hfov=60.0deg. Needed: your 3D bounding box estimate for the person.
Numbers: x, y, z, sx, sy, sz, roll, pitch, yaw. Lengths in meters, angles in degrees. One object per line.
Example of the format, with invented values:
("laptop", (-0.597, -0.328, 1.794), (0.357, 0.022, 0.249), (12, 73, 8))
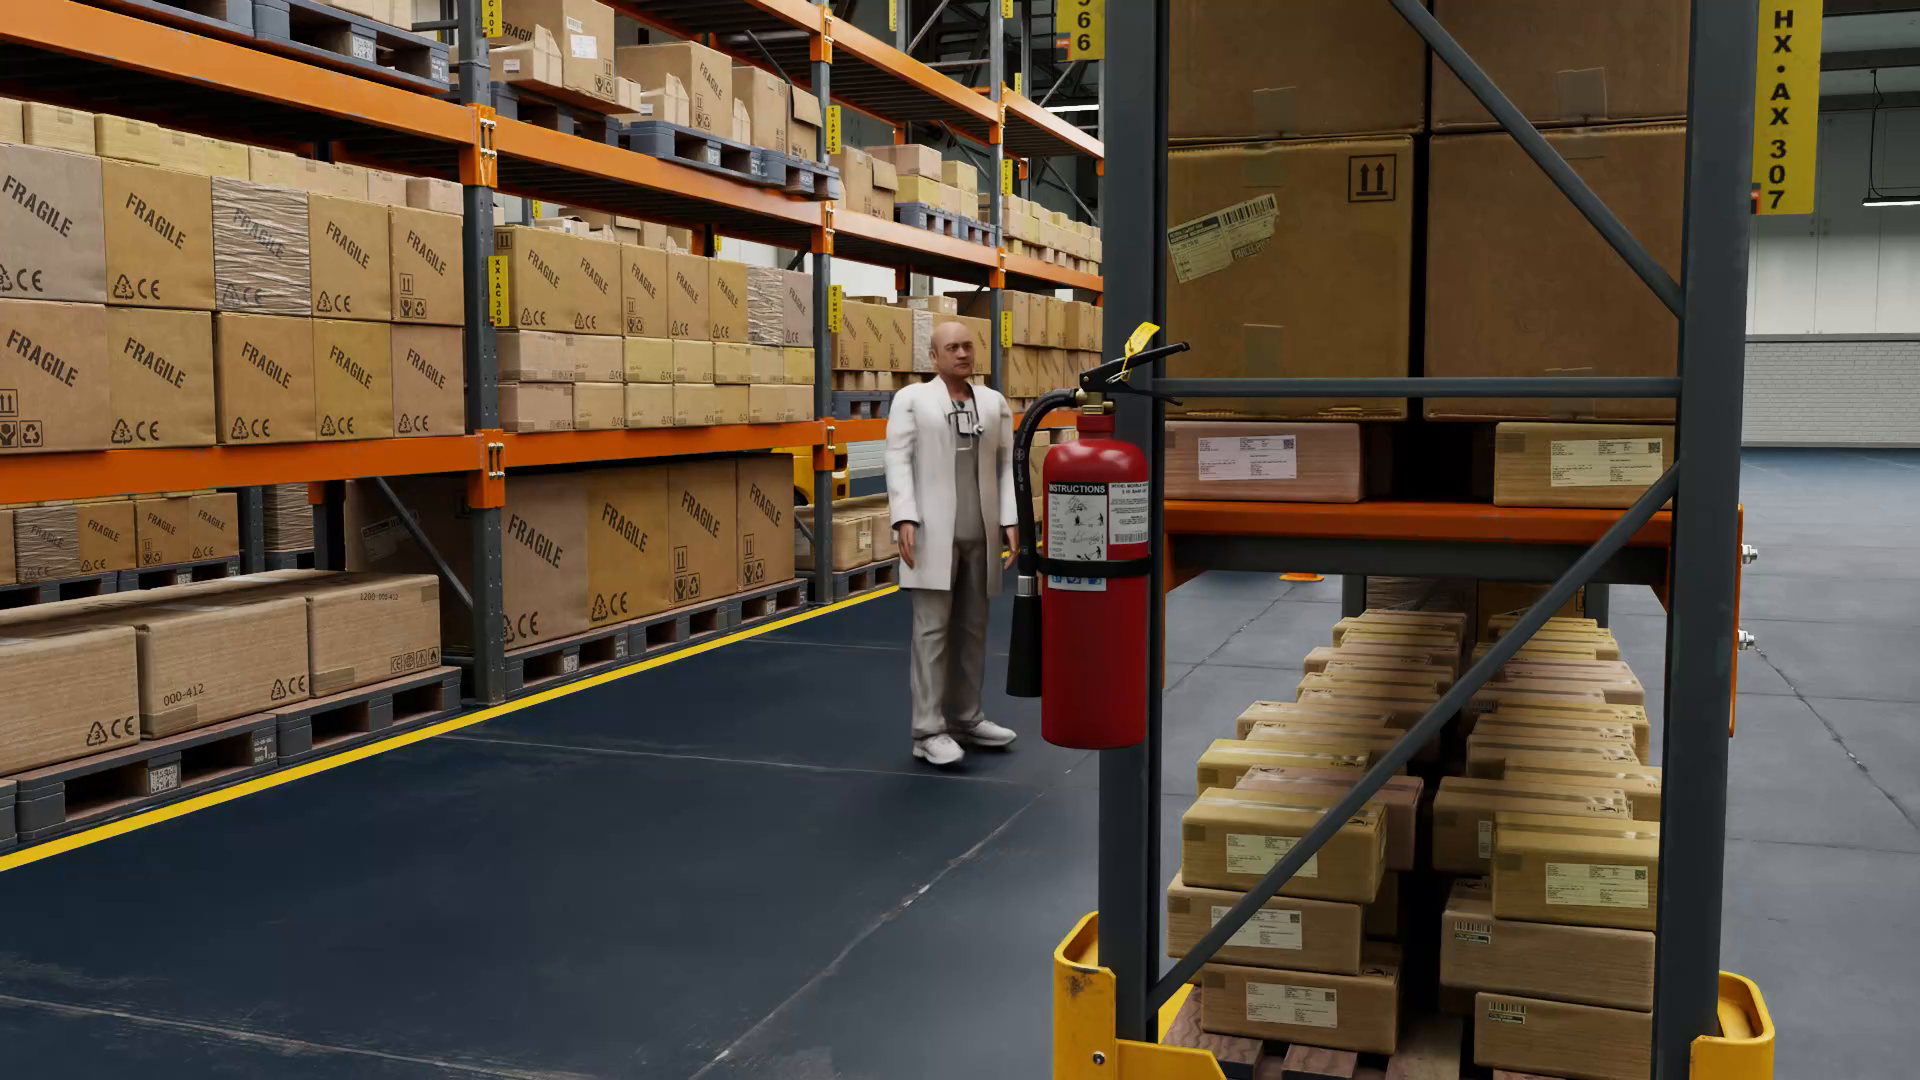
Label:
("person", (0.013, -0.004, 6.810), (0.640, 1.778, 0.613), (-3, 6, -27))
